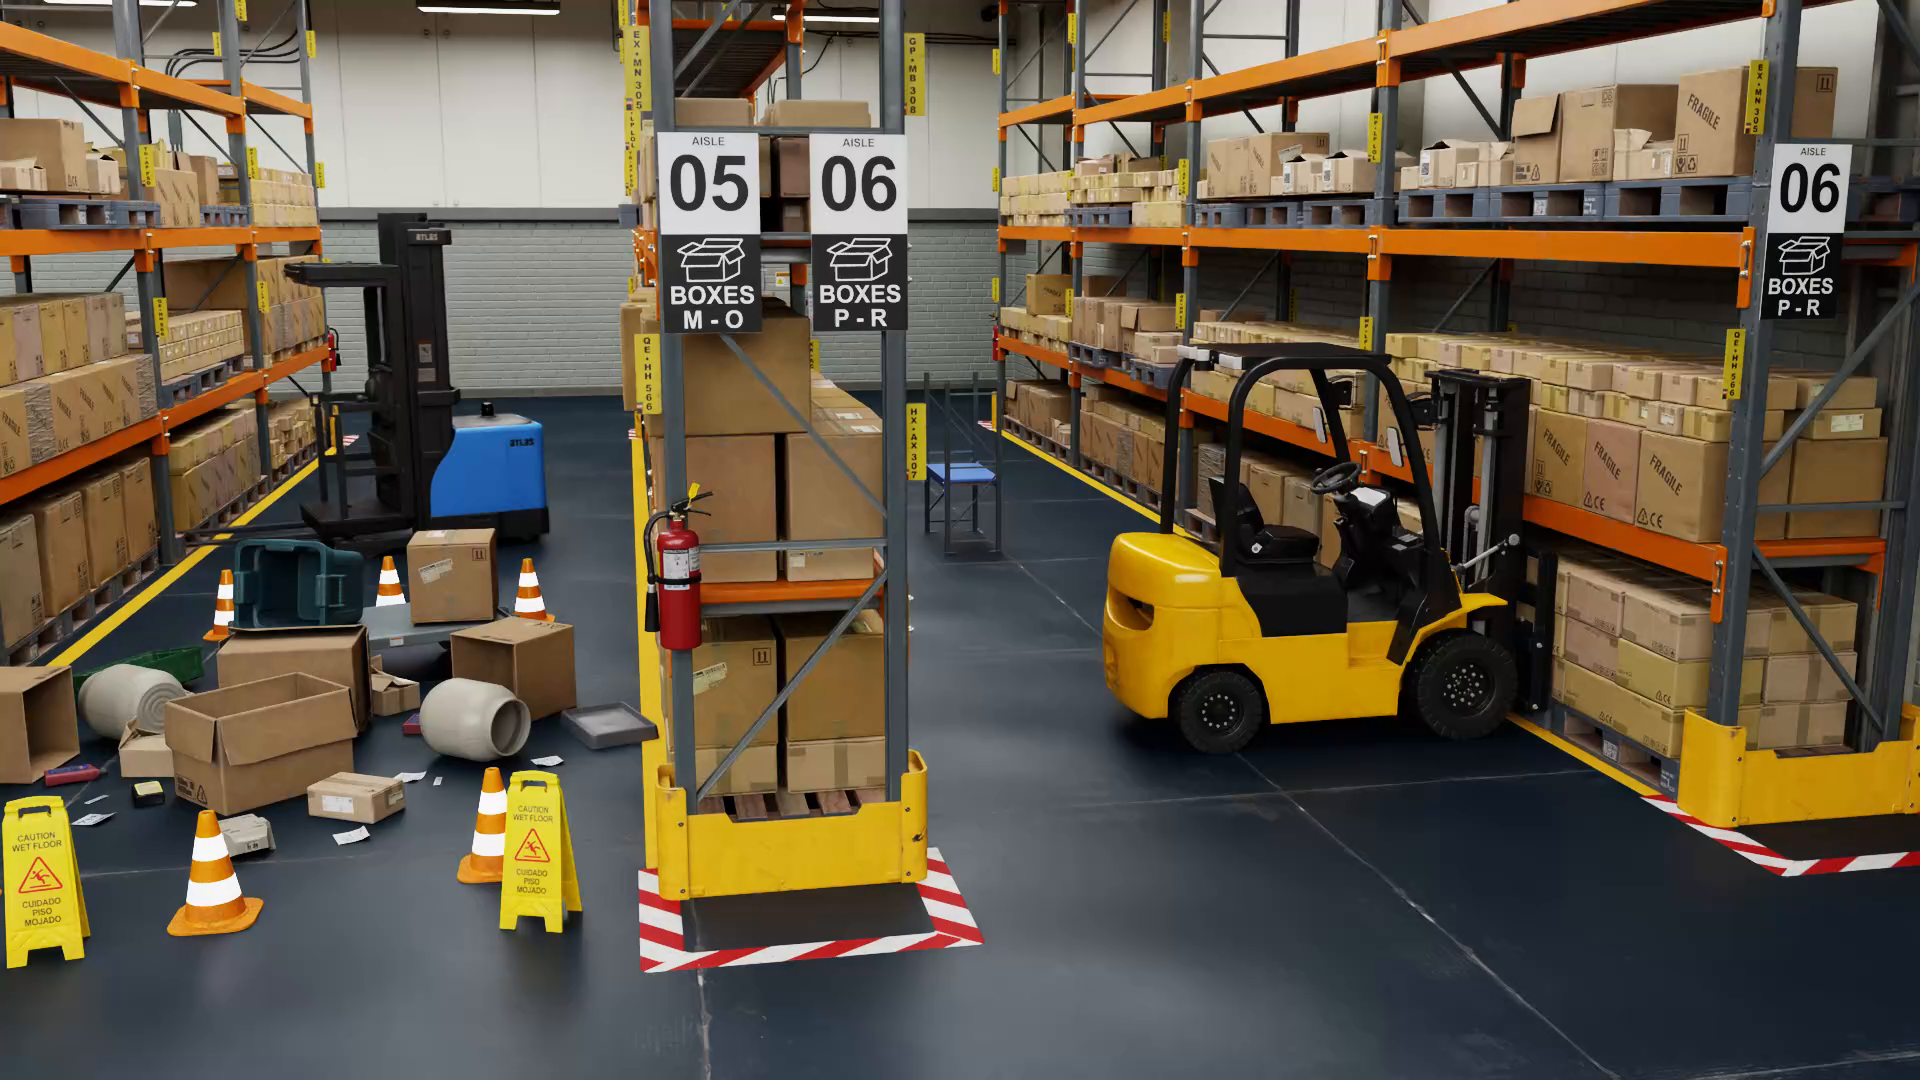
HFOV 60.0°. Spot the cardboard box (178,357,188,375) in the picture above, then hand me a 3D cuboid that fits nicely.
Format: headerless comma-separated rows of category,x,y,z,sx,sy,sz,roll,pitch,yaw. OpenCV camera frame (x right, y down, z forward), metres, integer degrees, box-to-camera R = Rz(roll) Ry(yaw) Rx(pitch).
cardboard box,-7.165,-1.559,14.914,0.380,0.149,0.250,-2,11,-8

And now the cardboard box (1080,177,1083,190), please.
cardboard box,1.559,-3.987,18.583,0.380,0.149,0.250,-2,11,-10

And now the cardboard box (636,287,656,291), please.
cardboard box,-1.630,-1.301,10.275,0.700,0.500,0.500,-2,11,-12

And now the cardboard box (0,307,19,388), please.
cardboard box,-6.543,-1.231,10.698,0.700,0.500,0.500,-2,11,-12

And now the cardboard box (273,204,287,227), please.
cardboard box,-7.915,-3.654,18.753,0.500,0.250,0.500,-2,11,-9

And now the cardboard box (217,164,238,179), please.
cardboard box,-7.714,-3.876,17.513,0.380,0.149,0.250,-2,11,-12

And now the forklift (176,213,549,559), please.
forklift,-5.284,-1.374,14.577,3.031,2.935,1.130,-6,12,-29

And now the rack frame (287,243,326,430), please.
rack frame,-8.676,-2.706,21.391,0.949,2.616,0.053,-2,11,-11

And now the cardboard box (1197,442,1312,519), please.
cardboard box,2.695,-0.543,15.257,0.875,0.625,0.625,-2,11,-9

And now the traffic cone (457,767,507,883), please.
traffic cone,-2.074,1.244,7.422,0.336,0.463,0.334,-2,11,-11

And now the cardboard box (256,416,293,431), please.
cardboard box,-7.894,-1.335,19.099,0.380,0.149,0.250,-2,11,-10

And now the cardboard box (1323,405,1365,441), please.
cardboard box,3.010,-0.894,12.273,0.500,0.250,0.500,-2,11,-10

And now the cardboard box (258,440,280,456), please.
cardboard box,-7.652,-1.002,18.147,0.380,0.149,0.250,-2,11,-8

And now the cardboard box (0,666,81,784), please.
cardboard box,-5.031,0.969,8.762,0.500,0.500,0.500,0,11,-1

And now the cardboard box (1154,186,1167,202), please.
cardboard box,2.133,-3.412,16.412,0.380,0.149,0.250,-2,11,-11

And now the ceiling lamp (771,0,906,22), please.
ceiling lamp,-1.774,-9.307,24.418,2.000,3.185,0.800,-2,11,-11

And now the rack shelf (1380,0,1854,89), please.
rack shelf,3.754,-2.915,9.440,1.077,0.370,4.000,-2,11,-11

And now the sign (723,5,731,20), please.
sign,-2.529,-5.638,18.039,0.100,0.325,0.005,-2,11,-11

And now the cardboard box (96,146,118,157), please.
cardboard box,-7.721,-3.437,14.897,0.396,0.266,0.258,-2,11,-11

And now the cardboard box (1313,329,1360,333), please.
cardboard box,3.221,-1.704,14.126,0.380,0.149,0.250,-2,11,-12

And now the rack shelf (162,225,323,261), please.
rack shelf,-8.284,-3.459,19.251,1.077,0.370,4.000,-2,11,-11

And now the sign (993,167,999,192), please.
sign,0.499,-4.969,22.920,0.100,0.325,0.005,-2,11,-11

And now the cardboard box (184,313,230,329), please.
cardboard box,-7.524,-2.184,16.608,0.380,0.149,0.250,-2,11,-13

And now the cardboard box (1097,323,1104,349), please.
cardboard box,1.703,-2.224,18.093,0.396,0.266,0.258,-2,11,-8

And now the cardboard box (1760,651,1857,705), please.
cardboard box,4.255,0.654,8.632,0.500,0.250,0.500,-2,11,-10

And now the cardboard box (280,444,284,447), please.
cardboard box,-7.900,-0.994,18.897,0.380,0.149,0.250,-2,11,-12

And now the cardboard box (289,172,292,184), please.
cardboard box,-8.170,-4.308,19.783,0.380,0.149,0.250,-2,11,-12

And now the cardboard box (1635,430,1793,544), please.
cardboard box,3.790,-0.281,8.383,0.500,0.500,0.500,-2,11,-12

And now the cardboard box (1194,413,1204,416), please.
cardboard box,2.487,-1.258,17.609,0.380,0.149,0.250,-2,11,-11

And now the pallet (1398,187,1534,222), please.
pallet,3.556,-2.159,10.734,1.003,0.211,1.213,-2,11,-11

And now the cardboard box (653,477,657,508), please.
cardboard box,-1.517,-0.276,9.295,0.380,0.149,0.250,-2,11,-11

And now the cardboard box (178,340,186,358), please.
cardboard box,-7.173,-1.708,14.903,0.380,0.149,0.250,-2,11,-11

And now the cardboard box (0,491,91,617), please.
cardboard box,-6.732,0.106,11.510,1.050,0.750,0.750,-2,11,-11

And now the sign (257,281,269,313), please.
sign,-7.351,-2.562,17.538,0.100,0.325,0.005,-2,11,-11

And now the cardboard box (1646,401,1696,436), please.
cardboard box,3.722,-0.618,8.420,0.380,0.149,0.250,-2,11,-10

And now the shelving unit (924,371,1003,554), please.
shelving unit,0.017,-0.721,14.974,0.538,1.500,1.048,-2,11,-11

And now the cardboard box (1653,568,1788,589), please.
cardboard box,4.134,0.316,9.073,0.500,0.250,0.500,-2,11,-11

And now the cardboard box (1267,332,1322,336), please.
cardboard box,2.767,-1.637,13.770,0.380,0.149,0.250,-2,11,-11

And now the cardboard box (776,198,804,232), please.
cardboard box,-0.610,-1.438,7.377,0.380,0.149,0.250,-2,11,-13

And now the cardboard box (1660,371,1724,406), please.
cardboard box,3.788,-0.767,8.407,0.380,0.149,0.250,-2,11,-11

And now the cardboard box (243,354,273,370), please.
cardboard box,-7.629,-1.913,17.896,0.380,0.149,0.250,-2,11,-9

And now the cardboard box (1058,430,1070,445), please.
cardboard box,1.413,-1.249,20.240,0.380,0.149,0.250,-2,11,-13

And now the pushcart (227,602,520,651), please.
pushcart,-3.730,0.677,10.632,1.648,0.377,0.936,-6,13,-31

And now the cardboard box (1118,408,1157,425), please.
cardboard box,1.933,-1.336,18.023,0.380,0.149,0.250,-2,11,-9

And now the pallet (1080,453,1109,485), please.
pallet,2.004,-0.834,19.016,1.003,0.211,1.213,-2,11,-11

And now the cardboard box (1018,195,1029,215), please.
cardboard box,1.056,-4.354,21.631,0.500,0.250,0.500,-2,11,-13

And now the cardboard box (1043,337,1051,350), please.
cardboard box,1.251,-2.467,20.806,0.380,0.149,0.250,-2,11,-12

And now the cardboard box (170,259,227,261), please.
cardboard box,-8.358,-2.830,18.304,0.500,0.500,0.500,-2,11,-13

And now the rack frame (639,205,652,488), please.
rack frame,-2.281,-1.437,14.725,1.000,3.000,0.127,-2,11,-11

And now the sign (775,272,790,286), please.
sign,-2.962,-4.429,28.236,0.339,0.242,0.001,-2,11,-11

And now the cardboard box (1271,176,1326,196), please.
cardboard box,2.703,-2.822,13.262,0.380,0.149,0.250,-2,11,-12

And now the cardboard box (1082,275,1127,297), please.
cardboard box,1.780,-3.076,20.934,0.500,0.500,0.500,-2,11,-13

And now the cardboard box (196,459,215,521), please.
cardboard box,-7.106,-0.448,15.091,0.500,0.500,0.500,-2,11,-10

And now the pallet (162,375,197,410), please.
pallet,-7.360,-1.271,14.367,1.213,0.211,1.003,-2,11,-11

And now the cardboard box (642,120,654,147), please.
cardboard box,-1.412,-2.043,8.426,0.380,0.149,0.250,-2,11,-10
